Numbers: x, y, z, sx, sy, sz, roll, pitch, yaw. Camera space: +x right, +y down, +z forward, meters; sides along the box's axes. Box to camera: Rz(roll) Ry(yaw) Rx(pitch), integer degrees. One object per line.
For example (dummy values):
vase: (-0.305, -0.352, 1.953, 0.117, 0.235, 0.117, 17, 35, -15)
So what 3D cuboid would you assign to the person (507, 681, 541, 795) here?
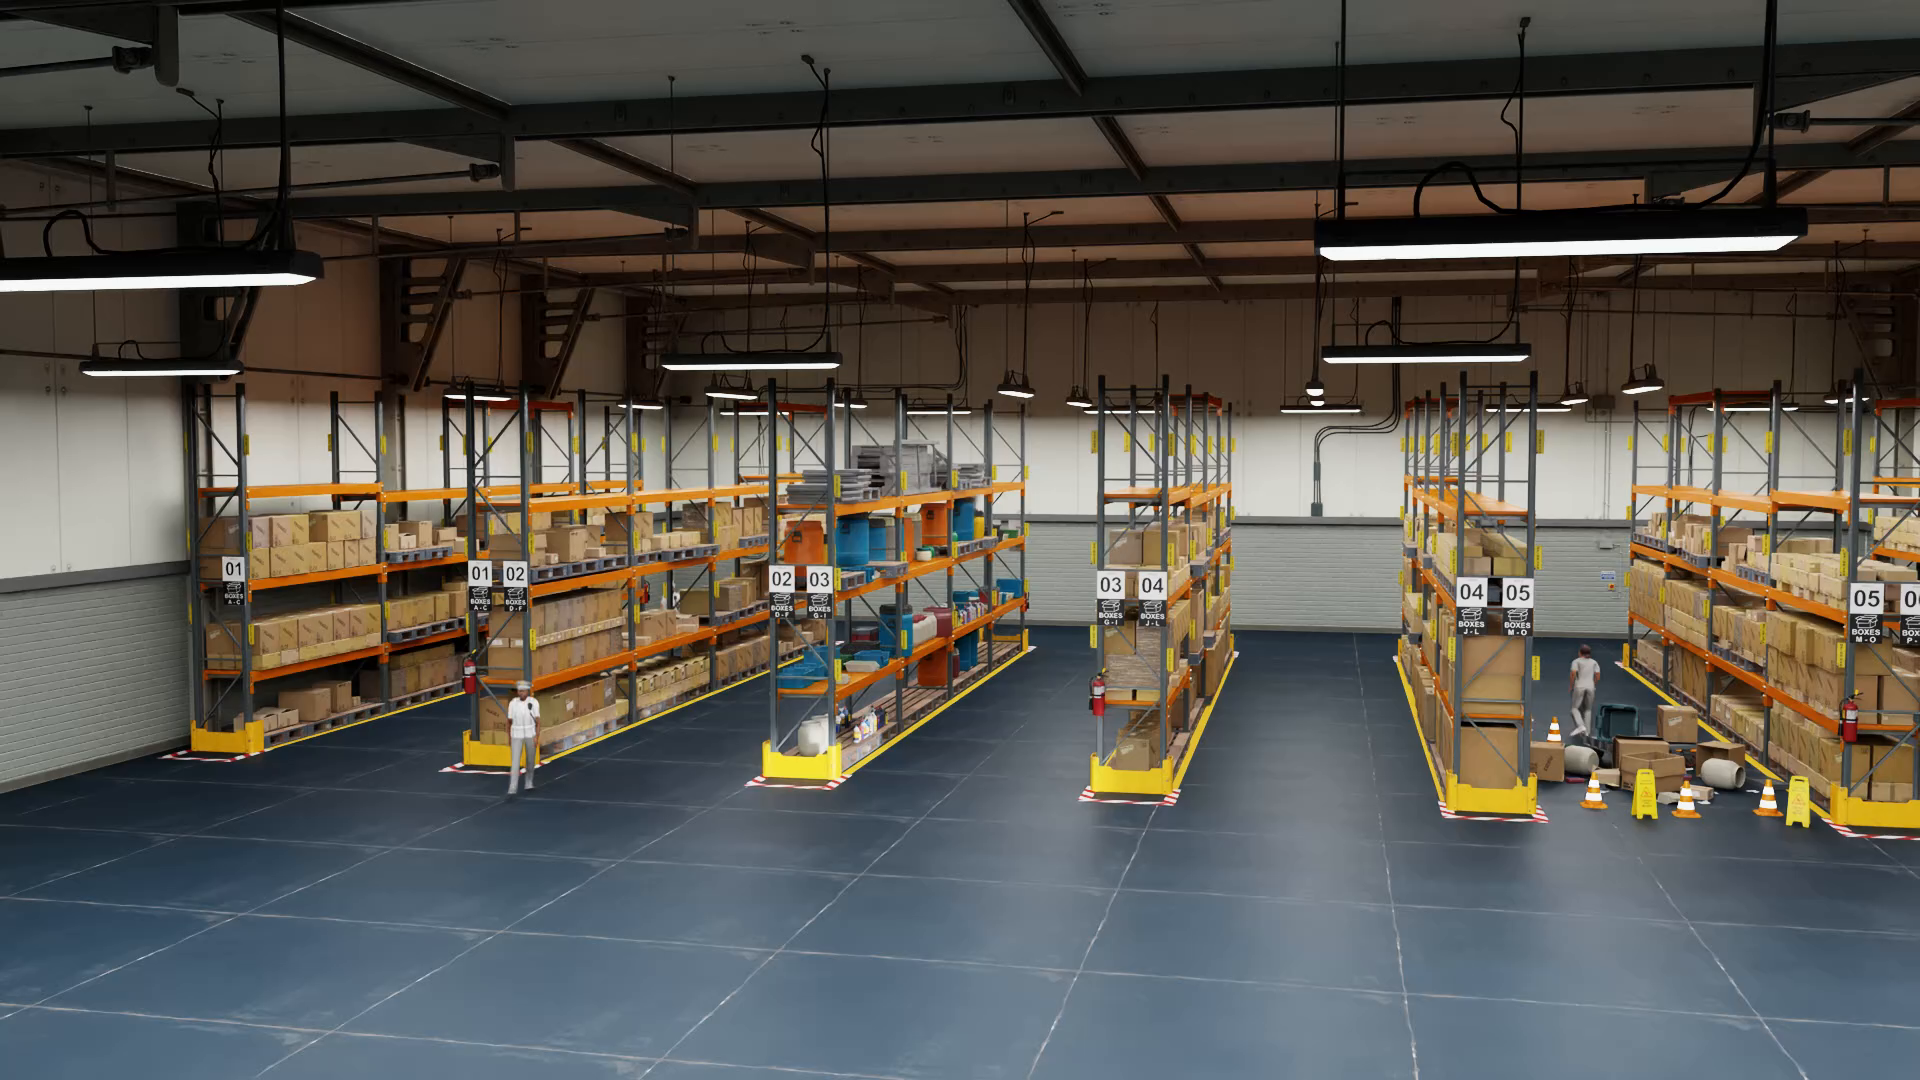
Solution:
person: (-6.231, 2.808, 23.703, 0.499, 1.624, 1.028, -1, 3, -18)

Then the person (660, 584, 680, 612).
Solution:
person: (-7.088, 1.845, 40.849, 0.480, 1.603, 1.043, 1, 3, 12)

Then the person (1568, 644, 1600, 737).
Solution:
person: (10.696, 2.594, 28.431, 0.516, 1.574, 0.717, 1, 3, 11)
